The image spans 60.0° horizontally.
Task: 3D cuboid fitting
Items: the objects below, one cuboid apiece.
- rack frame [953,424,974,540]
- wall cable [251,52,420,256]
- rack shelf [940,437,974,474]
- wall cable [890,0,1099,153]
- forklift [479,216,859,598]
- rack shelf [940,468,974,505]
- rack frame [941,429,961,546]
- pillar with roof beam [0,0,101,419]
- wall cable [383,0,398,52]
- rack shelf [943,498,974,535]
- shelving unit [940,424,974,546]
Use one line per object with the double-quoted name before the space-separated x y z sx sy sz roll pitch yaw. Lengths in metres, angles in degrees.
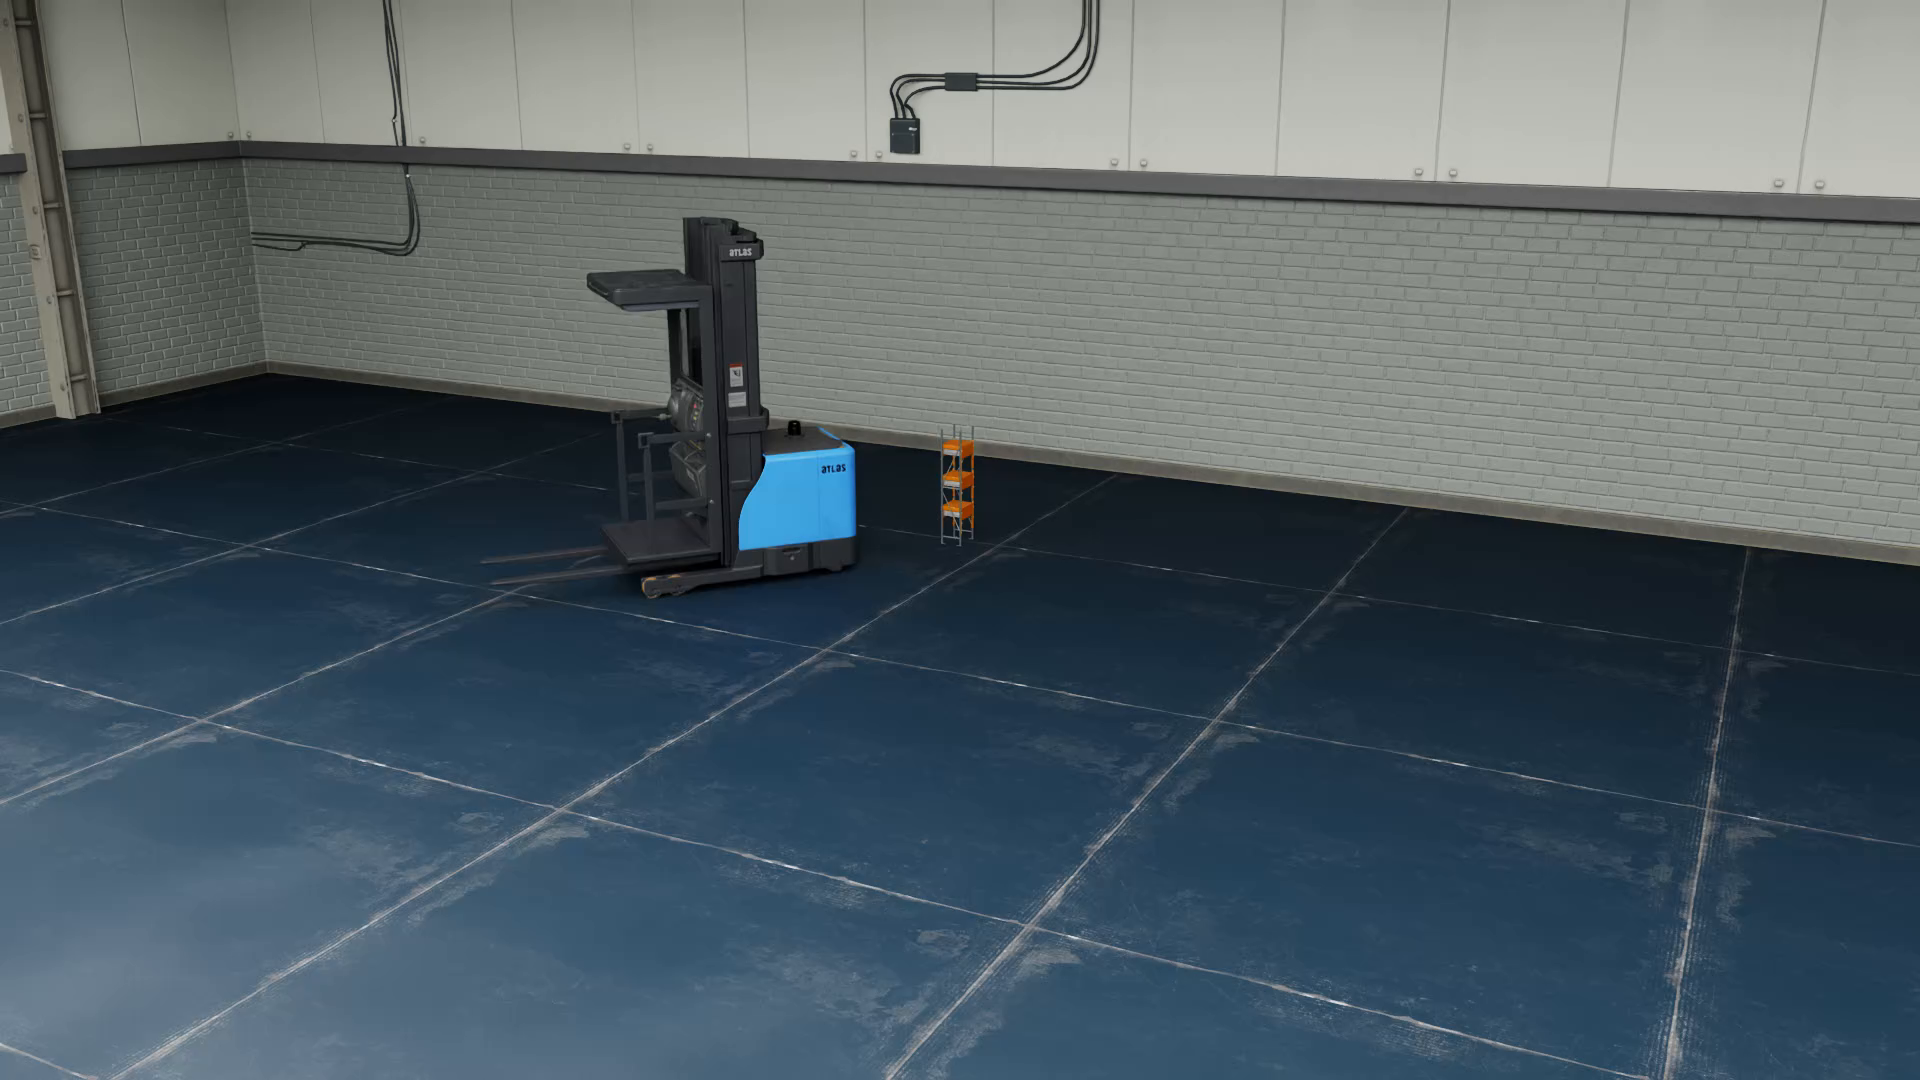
"rack frame" 0.031 -0.521 14.934 0.200 1.050 0.008 8 18 25
"wall cable" -8.178 -4.927 21.260 3.097 2.526 0.112 8 18 25
"rack shelf" -0.024 -0.752 14.751 0.215 0.259 0.240 8 18 25
"wall cable" 0.308 -6.834 16.254 2.305 6.003 0.169 8 18 25
"forklift" -2.428 -1.105 13.596 3.031 2.935 1.130 -7 18 -22
"rack shelf" -0.024 -0.479 14.832 0.215 0.259 0.240 8 18 25
"rack frame" -0.078 -0.459 14.724 0.200 1.050 0.008 8 18 25
"pillar with roof beam" -6.826 -5.285 17.014 9.100 9.000 0.400 8 18 25
"wall cable" -5.758 -7.003 19.382 3.097 2.526 0.112 8 18 25
"rack shelf" -0.024 -0.213 14.911 0.215 0.259 0.240 8 18 25
"shelving unit" -0.024 -0.490 14.829 0.215 1.050 0.252 8 18 25
